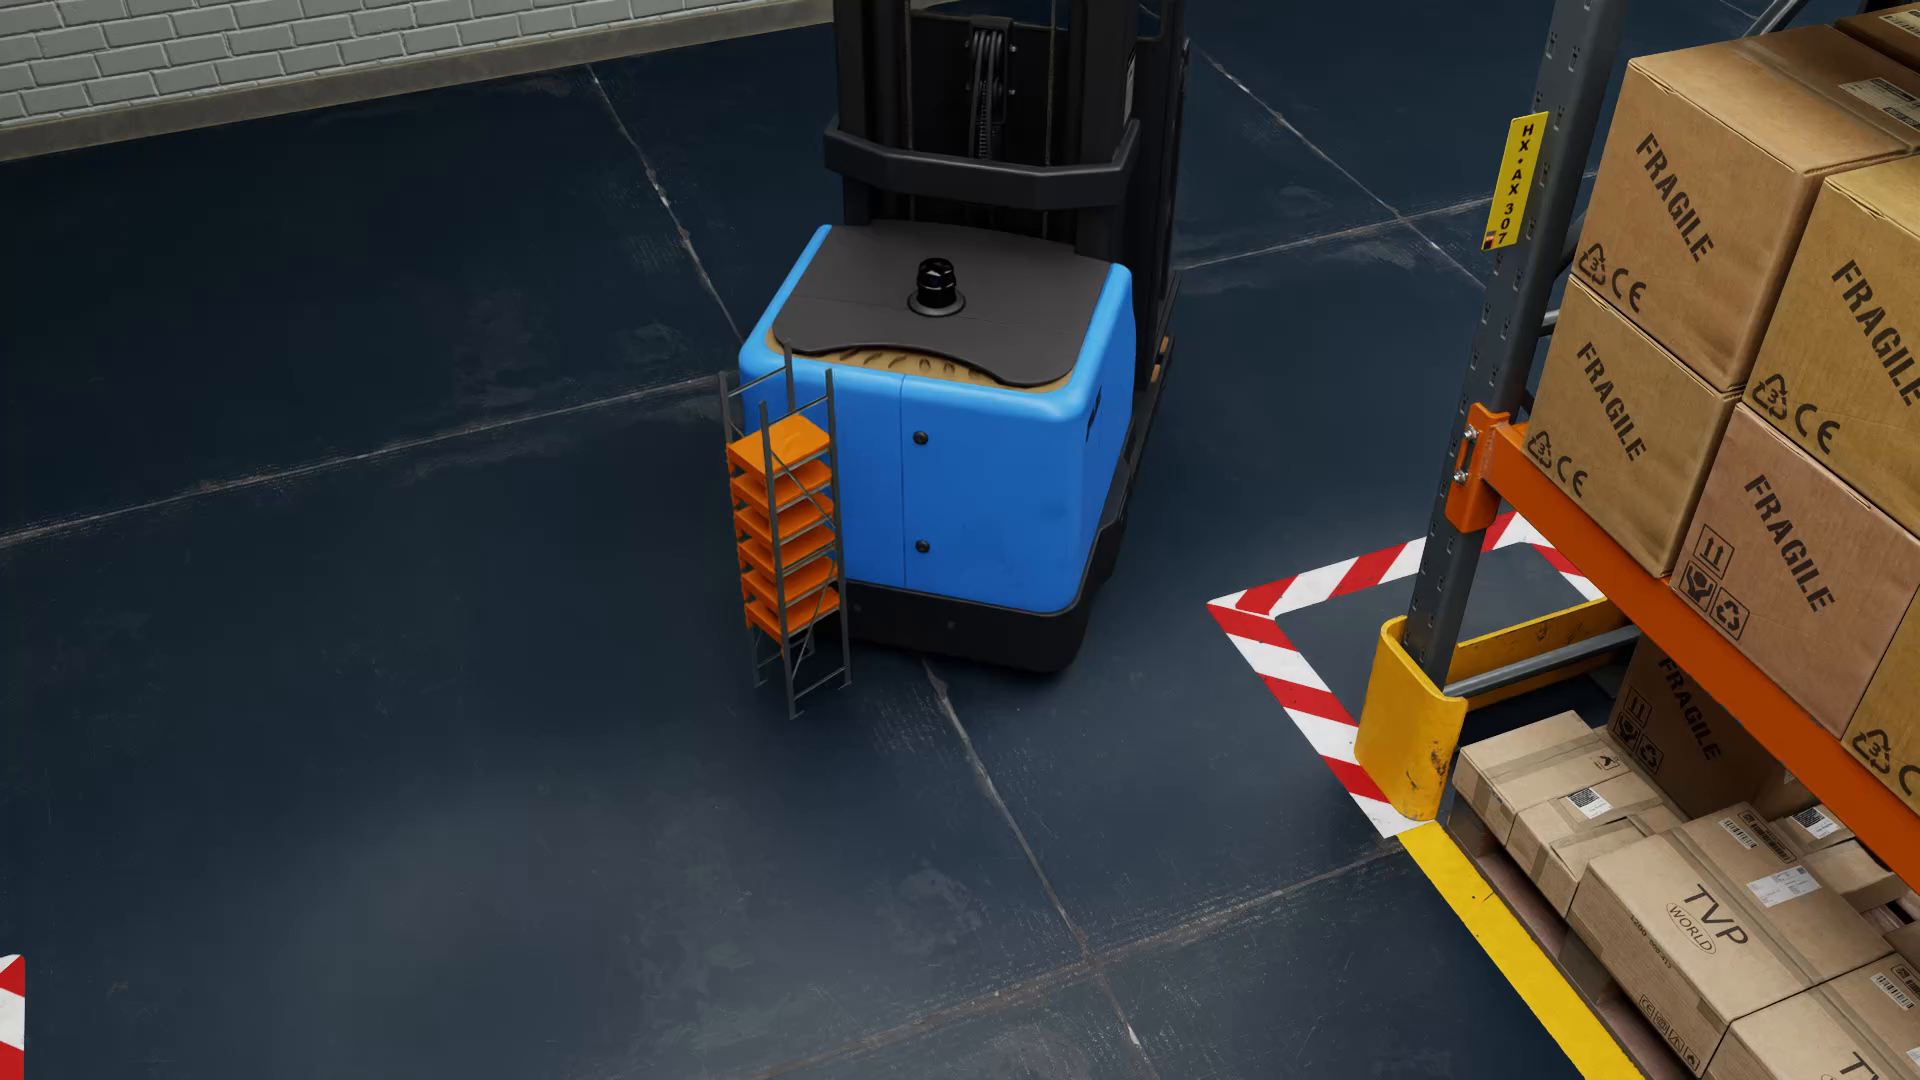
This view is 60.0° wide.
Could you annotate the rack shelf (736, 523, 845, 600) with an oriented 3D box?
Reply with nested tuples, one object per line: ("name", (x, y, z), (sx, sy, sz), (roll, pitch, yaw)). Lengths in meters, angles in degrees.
("rack shelf", (-0.493, 0.037, 4.855), (0.258, 0.103, 0.180), (-30, 49, -30))

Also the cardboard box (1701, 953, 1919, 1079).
("cardboard box", (2.070, 1.271, 3.742), (0.500, 0.250, 0.500), (-15, 43, -17))

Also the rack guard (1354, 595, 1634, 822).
("rack guard", (1.771, 0.388, 4.915), (1.175, 0.500, 0.348), (-15, 43, -17))

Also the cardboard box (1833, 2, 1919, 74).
("cardboard box", (2.166, -0.823, 3.562), (0.500, 0.500, 0.500), (-15, 43, -17))

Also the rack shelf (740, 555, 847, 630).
("rack shelf", (-0.493, 0.128, 4.933), (0.258, 0.103, 0.180), (-30, 49, -30))

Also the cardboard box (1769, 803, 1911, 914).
("cardboard box", (2.249, 0.835, 4.314), (0.380, 0.166, 0.250), (-15, 43, -17))

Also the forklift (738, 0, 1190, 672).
("forklift", (0.213, -1.673, 5.447), (1.130, 2.935, 3.031), (10, 42, 11))

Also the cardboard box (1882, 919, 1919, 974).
("cardboard box", (2.513, 1.117, 3.922), (0.500, 0.250, 0.500), (-15, 43, -17))

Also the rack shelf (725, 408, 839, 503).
("rack shelf", (-0.493, -0.236, 4.620), (0.258, 0.103, 0.180), (-30, 49, -30))

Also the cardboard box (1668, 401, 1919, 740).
("cardboard box", (1.870, 0.000, 3.373), (0.500, 0.500, 0.500), (-16, 43, -17))

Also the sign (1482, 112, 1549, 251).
("sign", (1.240, -0.798, 3.713), (0.100, 0.325, 0.005), (-15, 43, -17))

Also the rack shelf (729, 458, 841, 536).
("rack shelf", (-0.493, -0.145, 4.698), (0.258, 0.103, 0.180), (-30, 49, -30))

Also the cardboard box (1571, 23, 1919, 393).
("cardboard box", (1.668, -0.689, 3.407), (0.500, 0.500, 0.500), (-14, 43, -16))

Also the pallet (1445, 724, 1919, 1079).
("pallet", (2.077, 0.978, 4.451), (1.003, 0.211, 1.213), (-15, 43, -17))

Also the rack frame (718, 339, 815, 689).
("rack frame", (-0.555, -0.041, 4.877), (0.240, 1.200, 0.006), (-30, 49, -30))

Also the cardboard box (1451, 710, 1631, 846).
("cardboard box", (1.584, 0.647, 4.546), (0.380, 0.149, 0.250), (-15, 43, -17))

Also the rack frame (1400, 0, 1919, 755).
("rack frame", (1.742, -0.605, 4.153), (1.000, 3.000, 0.127), (-15, 43, -17))

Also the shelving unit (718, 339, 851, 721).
("shelving unit", (-0.493, 0.003, 4.826), (0.258, 1.200, 0.189), (-30, 49, -30))

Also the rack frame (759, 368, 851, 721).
("rack frame", (-0.432, 0.047, 4.774), (0.240, 1.200, 0.006), (-30, 49, -30))

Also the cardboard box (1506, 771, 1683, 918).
("cardboard box", (1.680, 0.791, 4.365), (0.380, 0.166, 0.250), (-15, 43, -17))

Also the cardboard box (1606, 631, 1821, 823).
("cardboard box", (2.177, 0.442, 4.515), (0.500, 0.500, 0.500), (-15, 43, -17))

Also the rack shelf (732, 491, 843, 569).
("rack shelf", (-0.493, -0.054, 4.777), (0.258, 0.103, 0.180), (-30, 49, -30))

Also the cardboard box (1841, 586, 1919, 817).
("cardboard box", (2.059, 0.303, 3.021), (0.500, 0.500, 0.500), (-15, 43, -17))

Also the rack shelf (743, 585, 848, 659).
("rack shelf", (-0.493, 0.218, 5.012), (0.258, 0.103, 0.180), (-30, 49, -30))

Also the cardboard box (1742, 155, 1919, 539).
("cardboard box", (1.875, -0.376, 3.043), (0.500, 0.500, 0.500), (-15, 43, -16))

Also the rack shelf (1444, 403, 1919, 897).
("rack shelf", (2.507, 0.873, 2.987), (1.077, 0.370, 4.000), (-15, 43, -17))

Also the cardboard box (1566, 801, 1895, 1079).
("cardboard box", (1.879, 0.970, 4.093), (0.500, 0.250, 0.500), (-15, 43, -17))

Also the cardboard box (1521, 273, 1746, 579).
("cardboard box", (1.668, -0.310, 3.733), (0.500, 0.500, 0.500), (-14, 43, -16))
